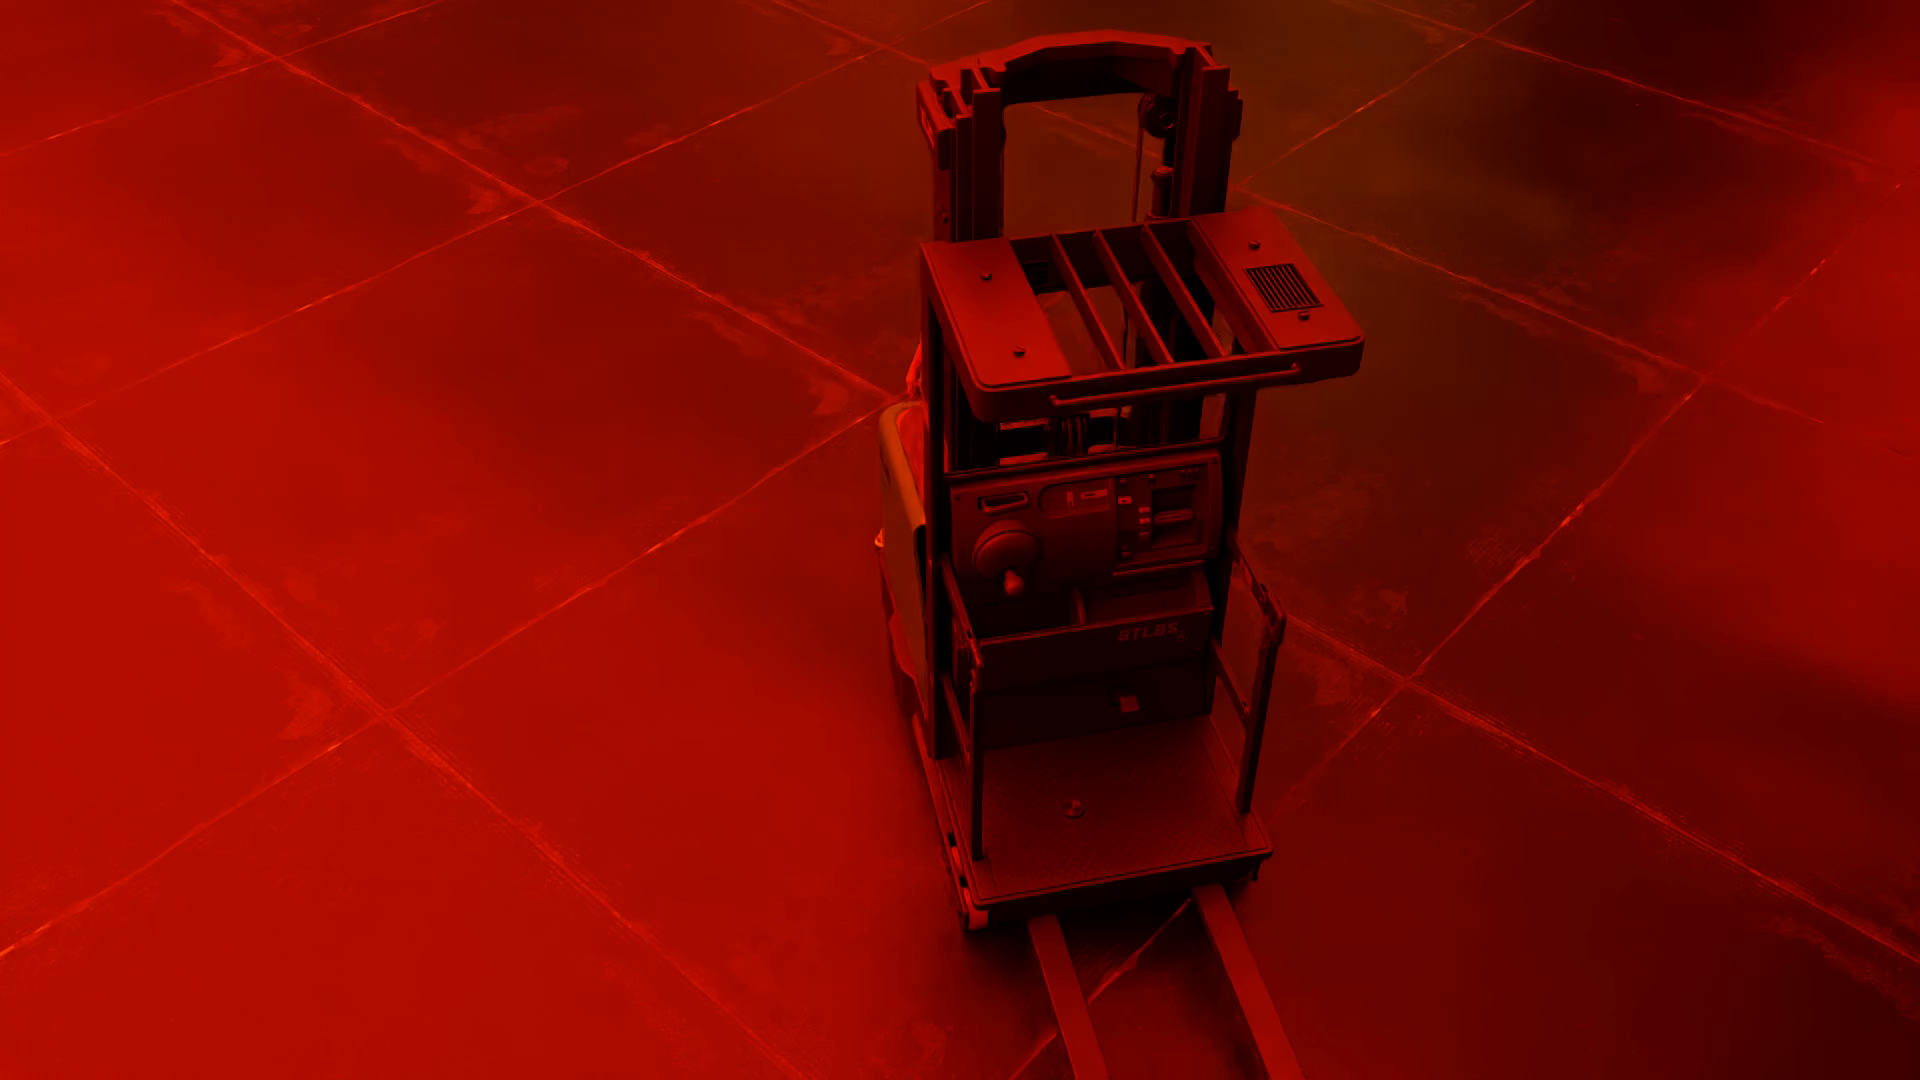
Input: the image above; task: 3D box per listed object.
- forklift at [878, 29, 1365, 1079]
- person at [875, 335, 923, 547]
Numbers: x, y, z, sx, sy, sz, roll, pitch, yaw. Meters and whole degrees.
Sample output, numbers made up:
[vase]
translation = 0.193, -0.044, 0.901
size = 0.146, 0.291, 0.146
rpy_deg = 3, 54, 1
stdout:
[forklift]
translation = 0.477, 0.028, 5.395
size = 1.130, 2.935, 3.031
rpy_deg = -8, 41, -10
[person]
translation = -0.060, -0.583, 7.121
size = 0.520, 1.597, 0.476
rpy_deg = 31, 49, 31
